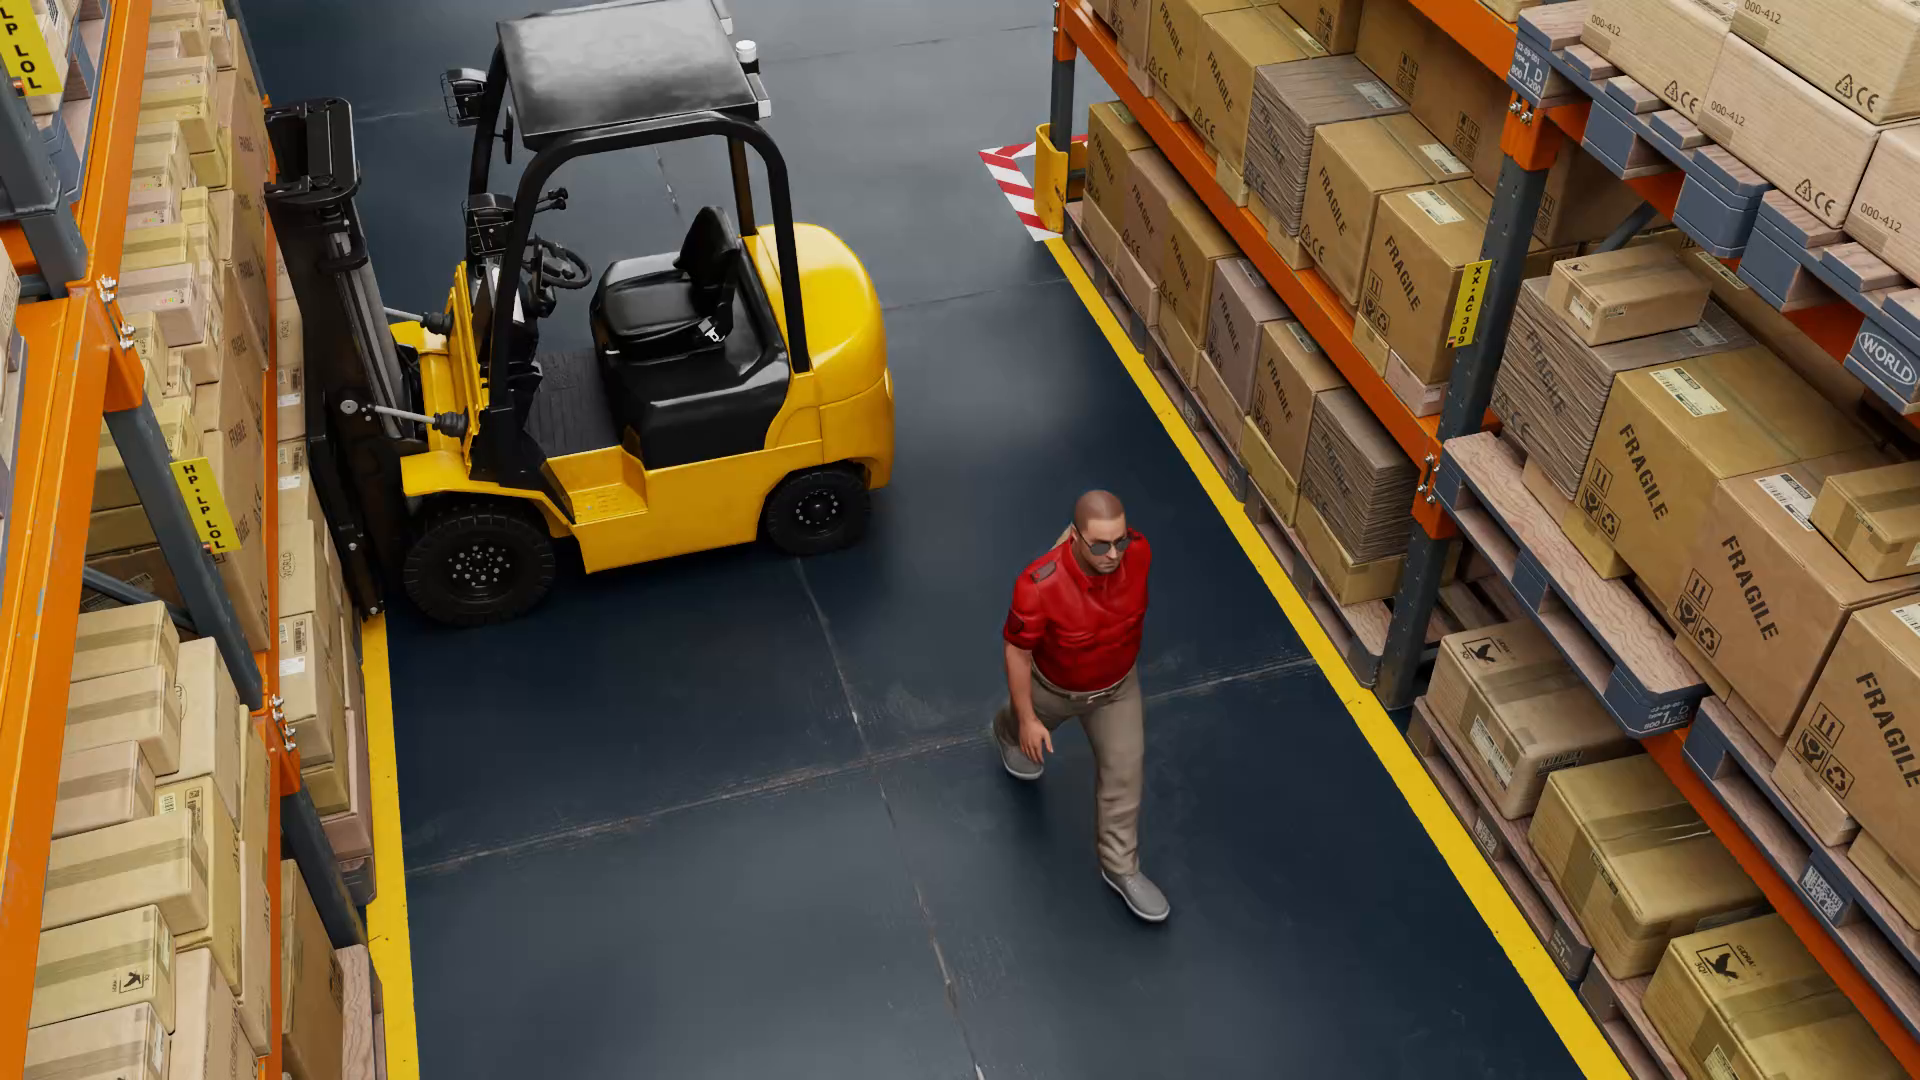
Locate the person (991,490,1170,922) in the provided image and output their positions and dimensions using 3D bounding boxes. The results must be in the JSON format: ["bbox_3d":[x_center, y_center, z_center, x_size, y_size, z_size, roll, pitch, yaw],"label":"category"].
[{"bbox_3d":[0.393,0.467,5.667,0.566,1.669,1.072,-15,44,-16],"label":"person"}]
